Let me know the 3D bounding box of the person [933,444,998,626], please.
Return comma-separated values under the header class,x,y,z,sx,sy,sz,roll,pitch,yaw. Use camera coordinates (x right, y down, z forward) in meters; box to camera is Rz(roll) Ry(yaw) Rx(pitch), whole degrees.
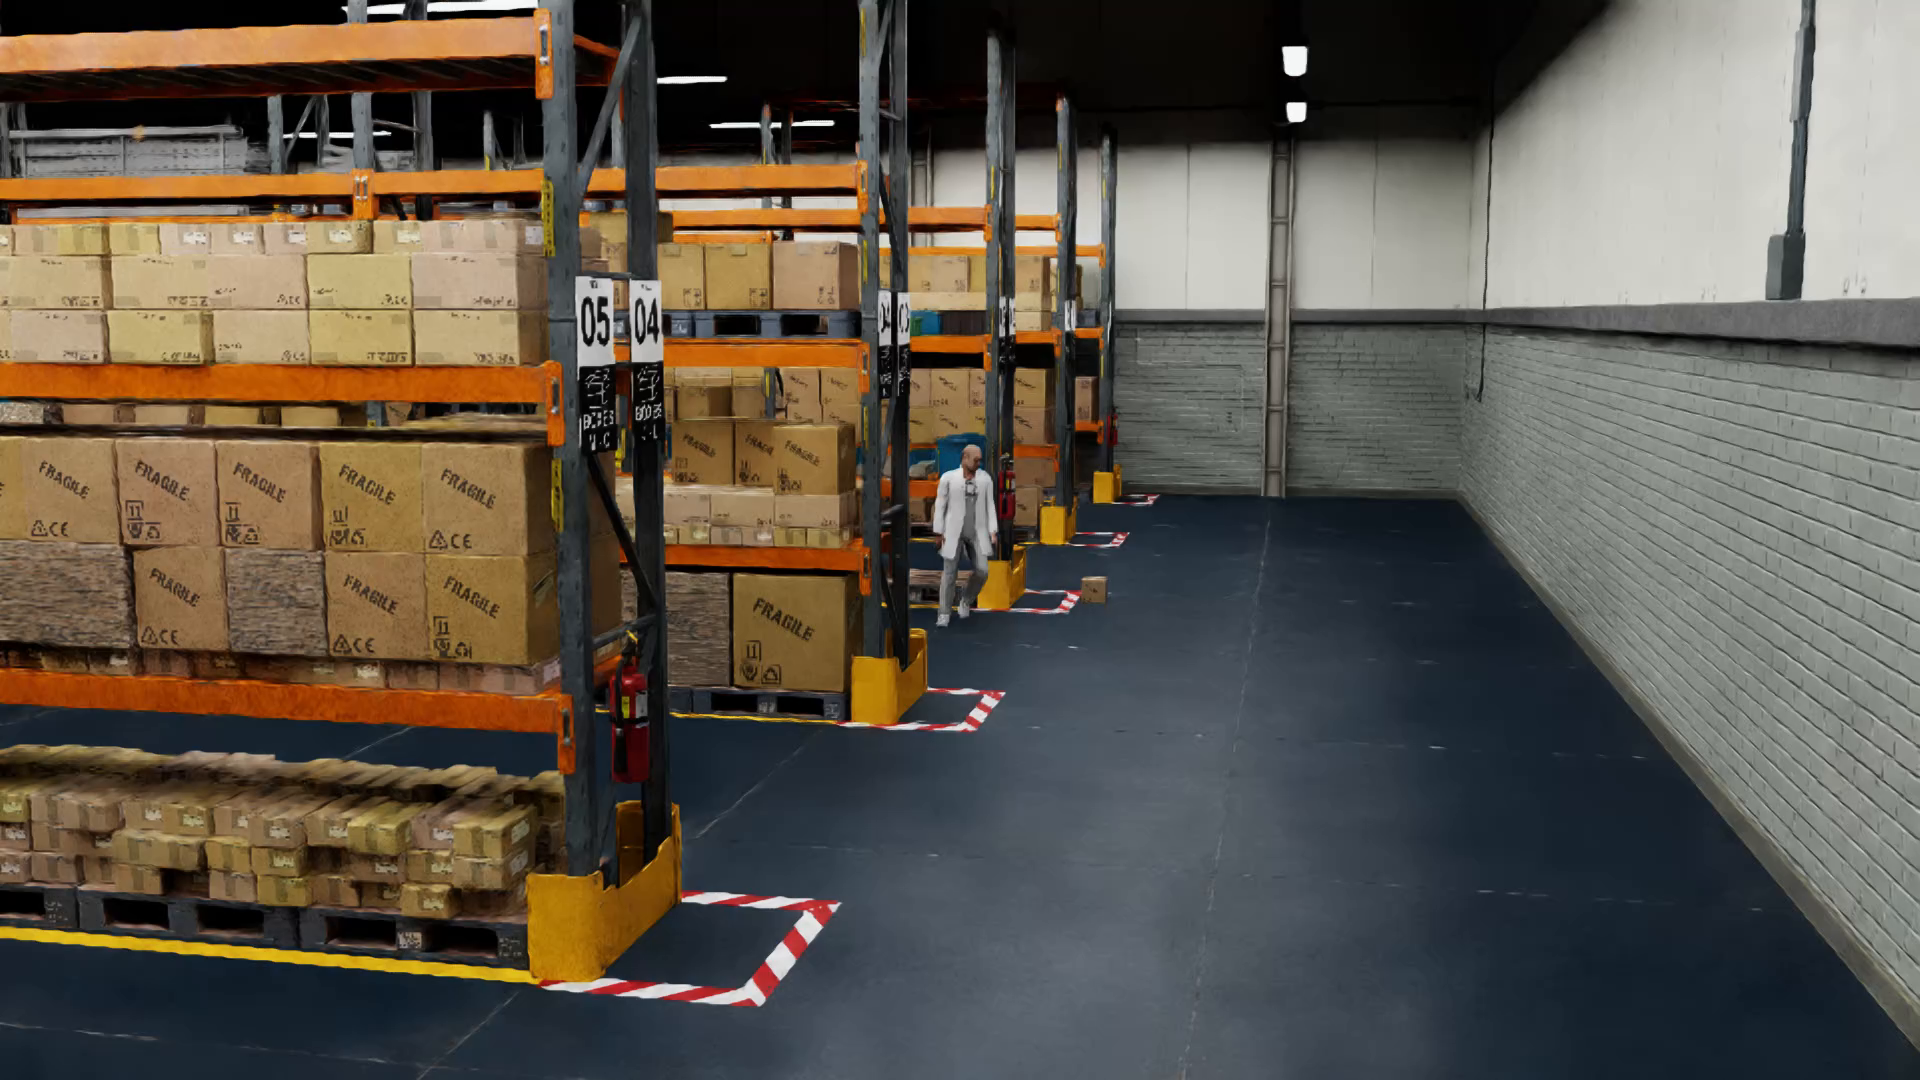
class,x,y,z,sx,sy,sz,roll,pitch,yaw
person,0.044,-0.059,16.228,0.640,1.761,0.555,-2,8,-11
